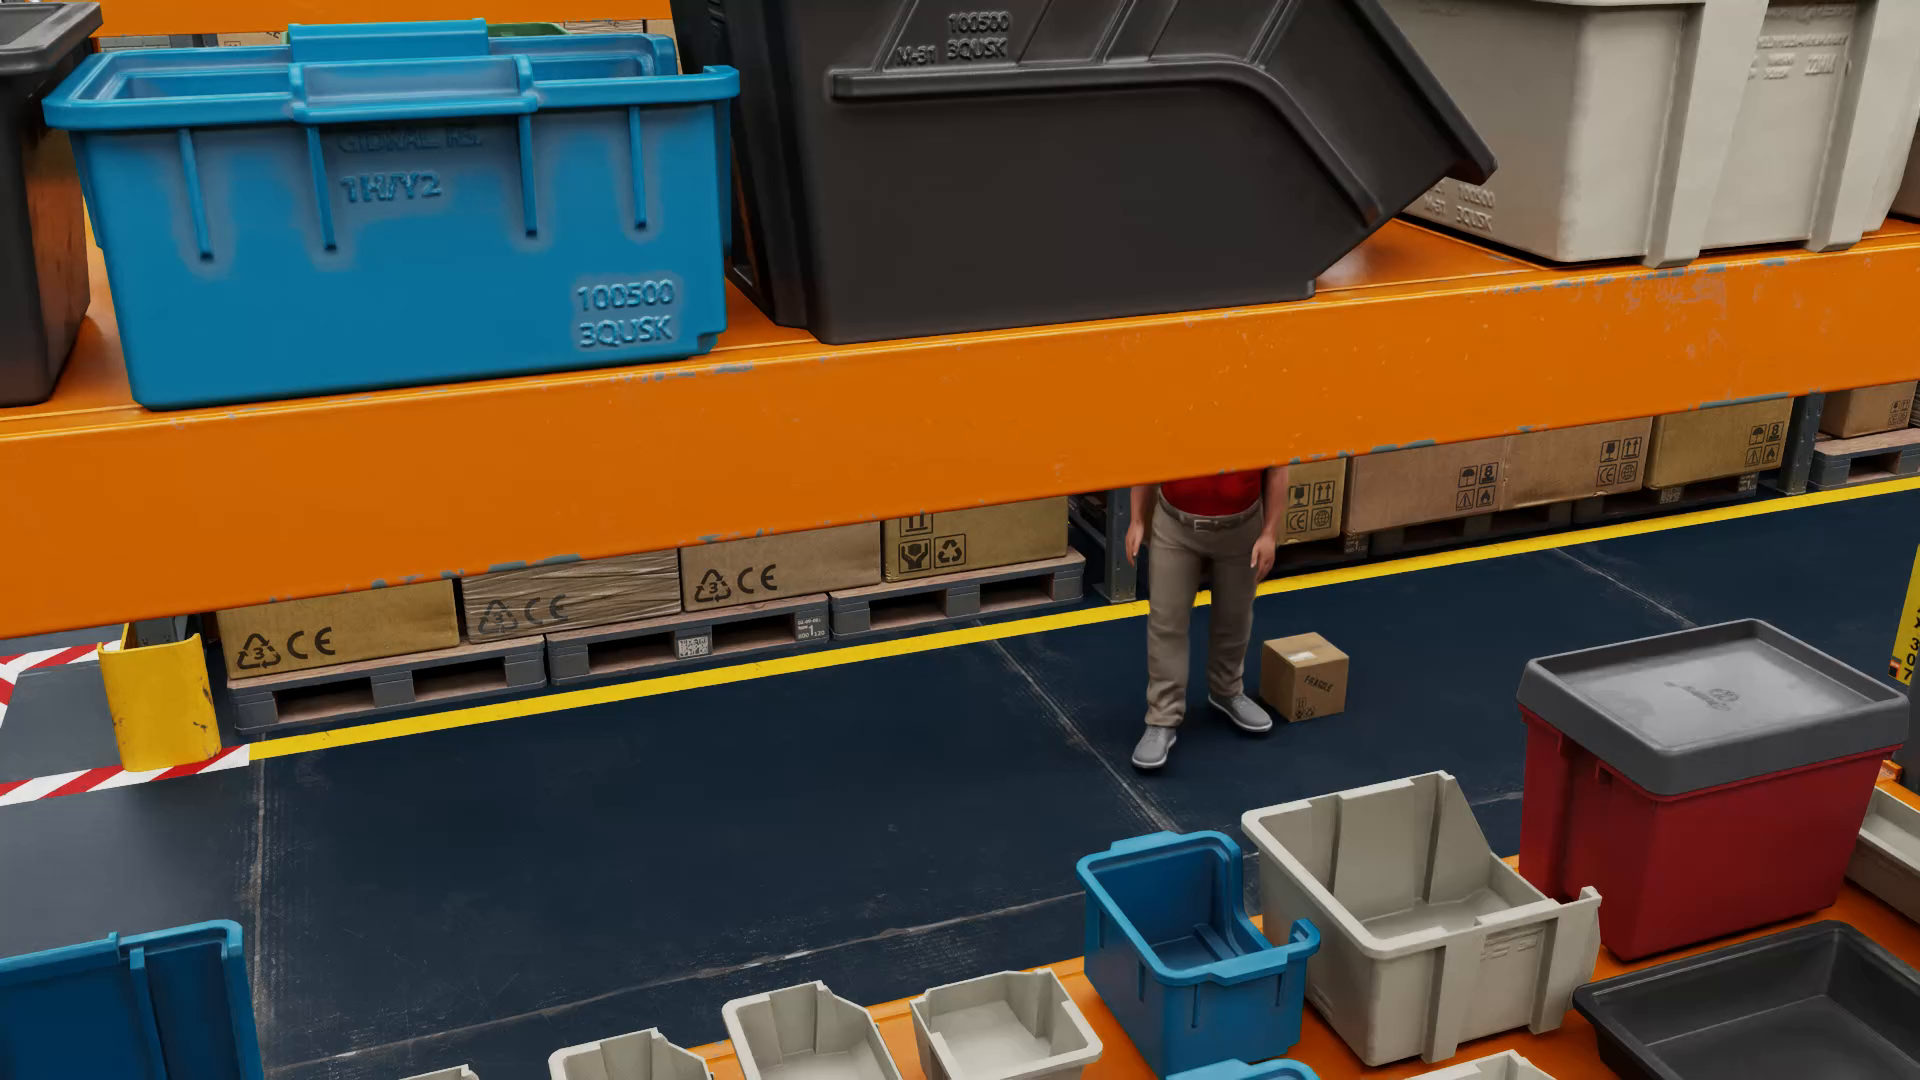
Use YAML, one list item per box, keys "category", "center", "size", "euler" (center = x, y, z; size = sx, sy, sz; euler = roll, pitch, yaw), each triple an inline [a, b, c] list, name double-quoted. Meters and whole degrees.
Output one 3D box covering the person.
- category: "person"
  center: [0.909, -0.024, 6.139]
  size: [0.601, 1.716, 0.627]
  euler: [3, 23, 8]
